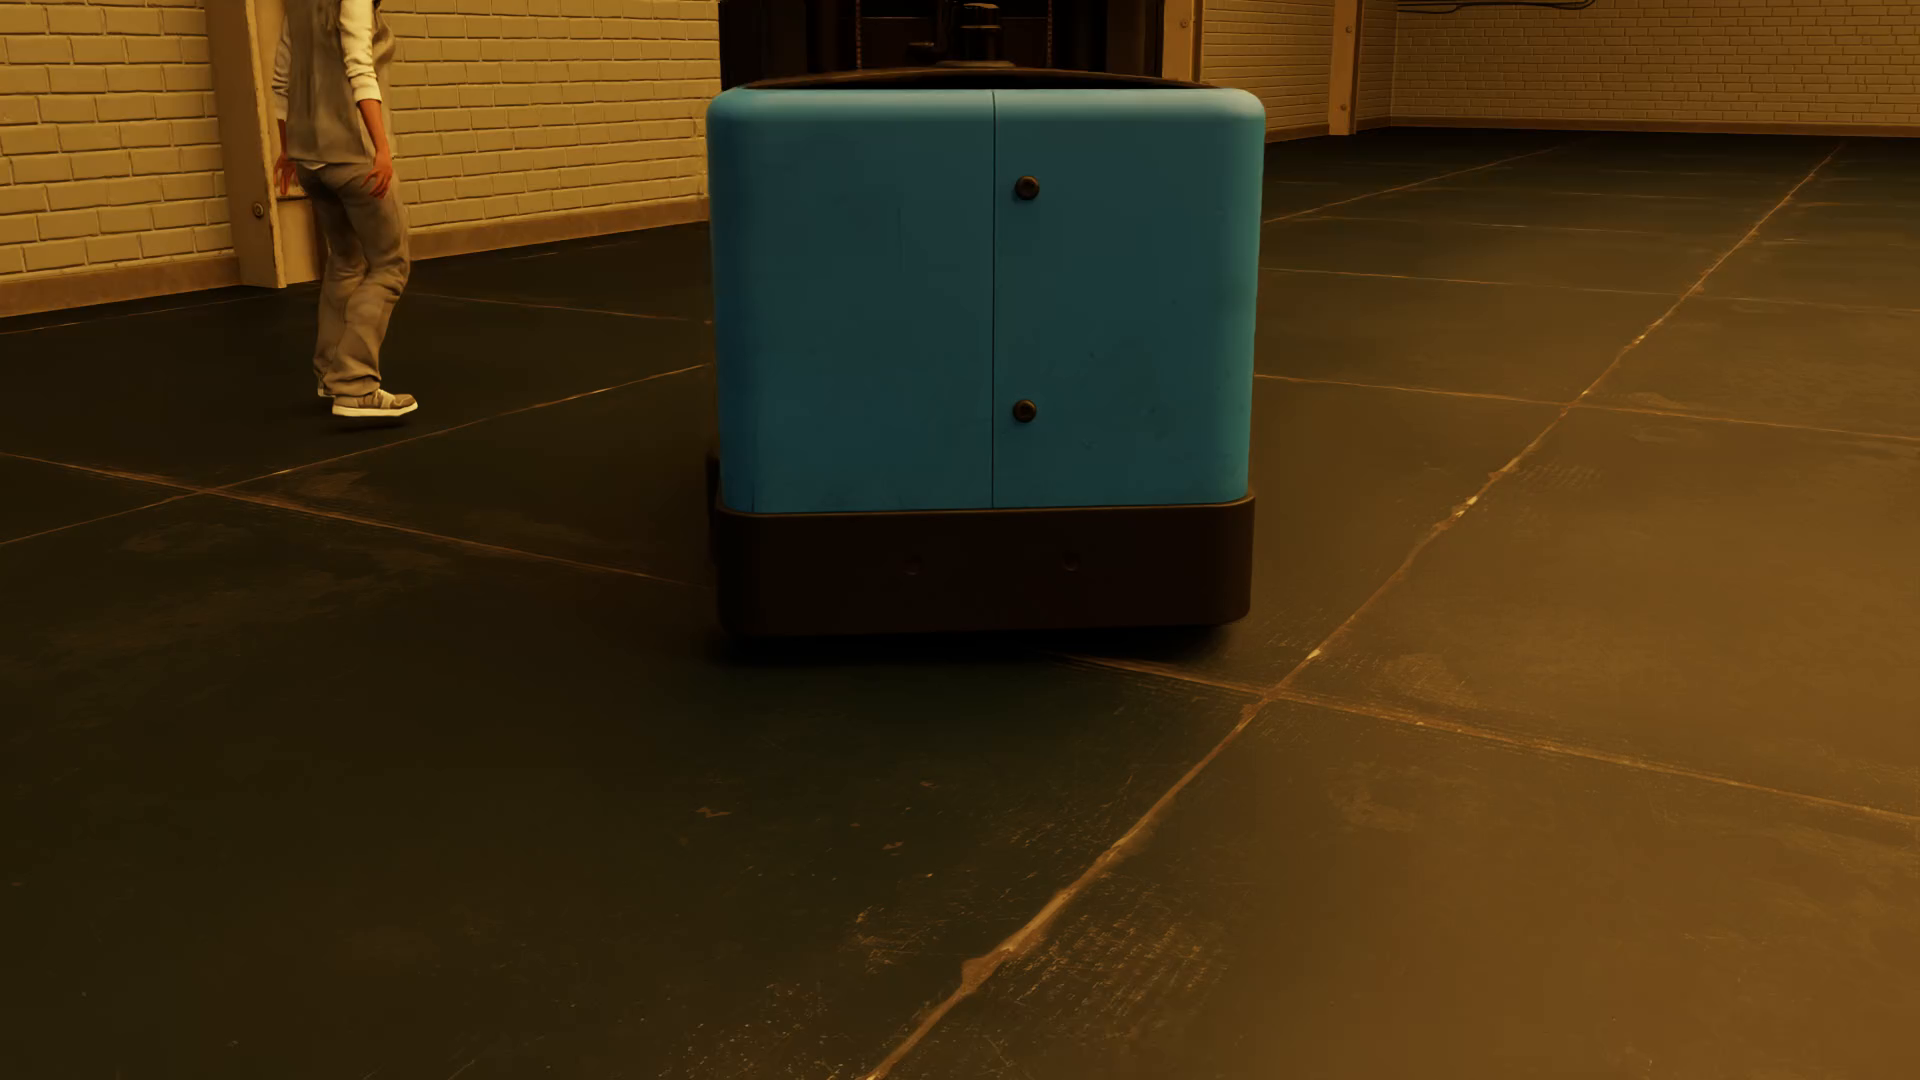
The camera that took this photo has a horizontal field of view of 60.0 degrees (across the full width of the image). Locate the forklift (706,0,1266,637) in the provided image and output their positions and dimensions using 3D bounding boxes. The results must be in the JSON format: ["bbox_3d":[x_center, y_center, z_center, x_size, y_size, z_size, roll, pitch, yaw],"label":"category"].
[{"bbox_3d":[-0.066,-1.588,4.245,1.130,2.935,3.031,-1,16,-5],"label":"forklift"}]

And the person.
[{"bbox_3d":[-1.906,-1.168,5.131,0.726,1.561,0.385,14,21,39],"label":"person"}]
